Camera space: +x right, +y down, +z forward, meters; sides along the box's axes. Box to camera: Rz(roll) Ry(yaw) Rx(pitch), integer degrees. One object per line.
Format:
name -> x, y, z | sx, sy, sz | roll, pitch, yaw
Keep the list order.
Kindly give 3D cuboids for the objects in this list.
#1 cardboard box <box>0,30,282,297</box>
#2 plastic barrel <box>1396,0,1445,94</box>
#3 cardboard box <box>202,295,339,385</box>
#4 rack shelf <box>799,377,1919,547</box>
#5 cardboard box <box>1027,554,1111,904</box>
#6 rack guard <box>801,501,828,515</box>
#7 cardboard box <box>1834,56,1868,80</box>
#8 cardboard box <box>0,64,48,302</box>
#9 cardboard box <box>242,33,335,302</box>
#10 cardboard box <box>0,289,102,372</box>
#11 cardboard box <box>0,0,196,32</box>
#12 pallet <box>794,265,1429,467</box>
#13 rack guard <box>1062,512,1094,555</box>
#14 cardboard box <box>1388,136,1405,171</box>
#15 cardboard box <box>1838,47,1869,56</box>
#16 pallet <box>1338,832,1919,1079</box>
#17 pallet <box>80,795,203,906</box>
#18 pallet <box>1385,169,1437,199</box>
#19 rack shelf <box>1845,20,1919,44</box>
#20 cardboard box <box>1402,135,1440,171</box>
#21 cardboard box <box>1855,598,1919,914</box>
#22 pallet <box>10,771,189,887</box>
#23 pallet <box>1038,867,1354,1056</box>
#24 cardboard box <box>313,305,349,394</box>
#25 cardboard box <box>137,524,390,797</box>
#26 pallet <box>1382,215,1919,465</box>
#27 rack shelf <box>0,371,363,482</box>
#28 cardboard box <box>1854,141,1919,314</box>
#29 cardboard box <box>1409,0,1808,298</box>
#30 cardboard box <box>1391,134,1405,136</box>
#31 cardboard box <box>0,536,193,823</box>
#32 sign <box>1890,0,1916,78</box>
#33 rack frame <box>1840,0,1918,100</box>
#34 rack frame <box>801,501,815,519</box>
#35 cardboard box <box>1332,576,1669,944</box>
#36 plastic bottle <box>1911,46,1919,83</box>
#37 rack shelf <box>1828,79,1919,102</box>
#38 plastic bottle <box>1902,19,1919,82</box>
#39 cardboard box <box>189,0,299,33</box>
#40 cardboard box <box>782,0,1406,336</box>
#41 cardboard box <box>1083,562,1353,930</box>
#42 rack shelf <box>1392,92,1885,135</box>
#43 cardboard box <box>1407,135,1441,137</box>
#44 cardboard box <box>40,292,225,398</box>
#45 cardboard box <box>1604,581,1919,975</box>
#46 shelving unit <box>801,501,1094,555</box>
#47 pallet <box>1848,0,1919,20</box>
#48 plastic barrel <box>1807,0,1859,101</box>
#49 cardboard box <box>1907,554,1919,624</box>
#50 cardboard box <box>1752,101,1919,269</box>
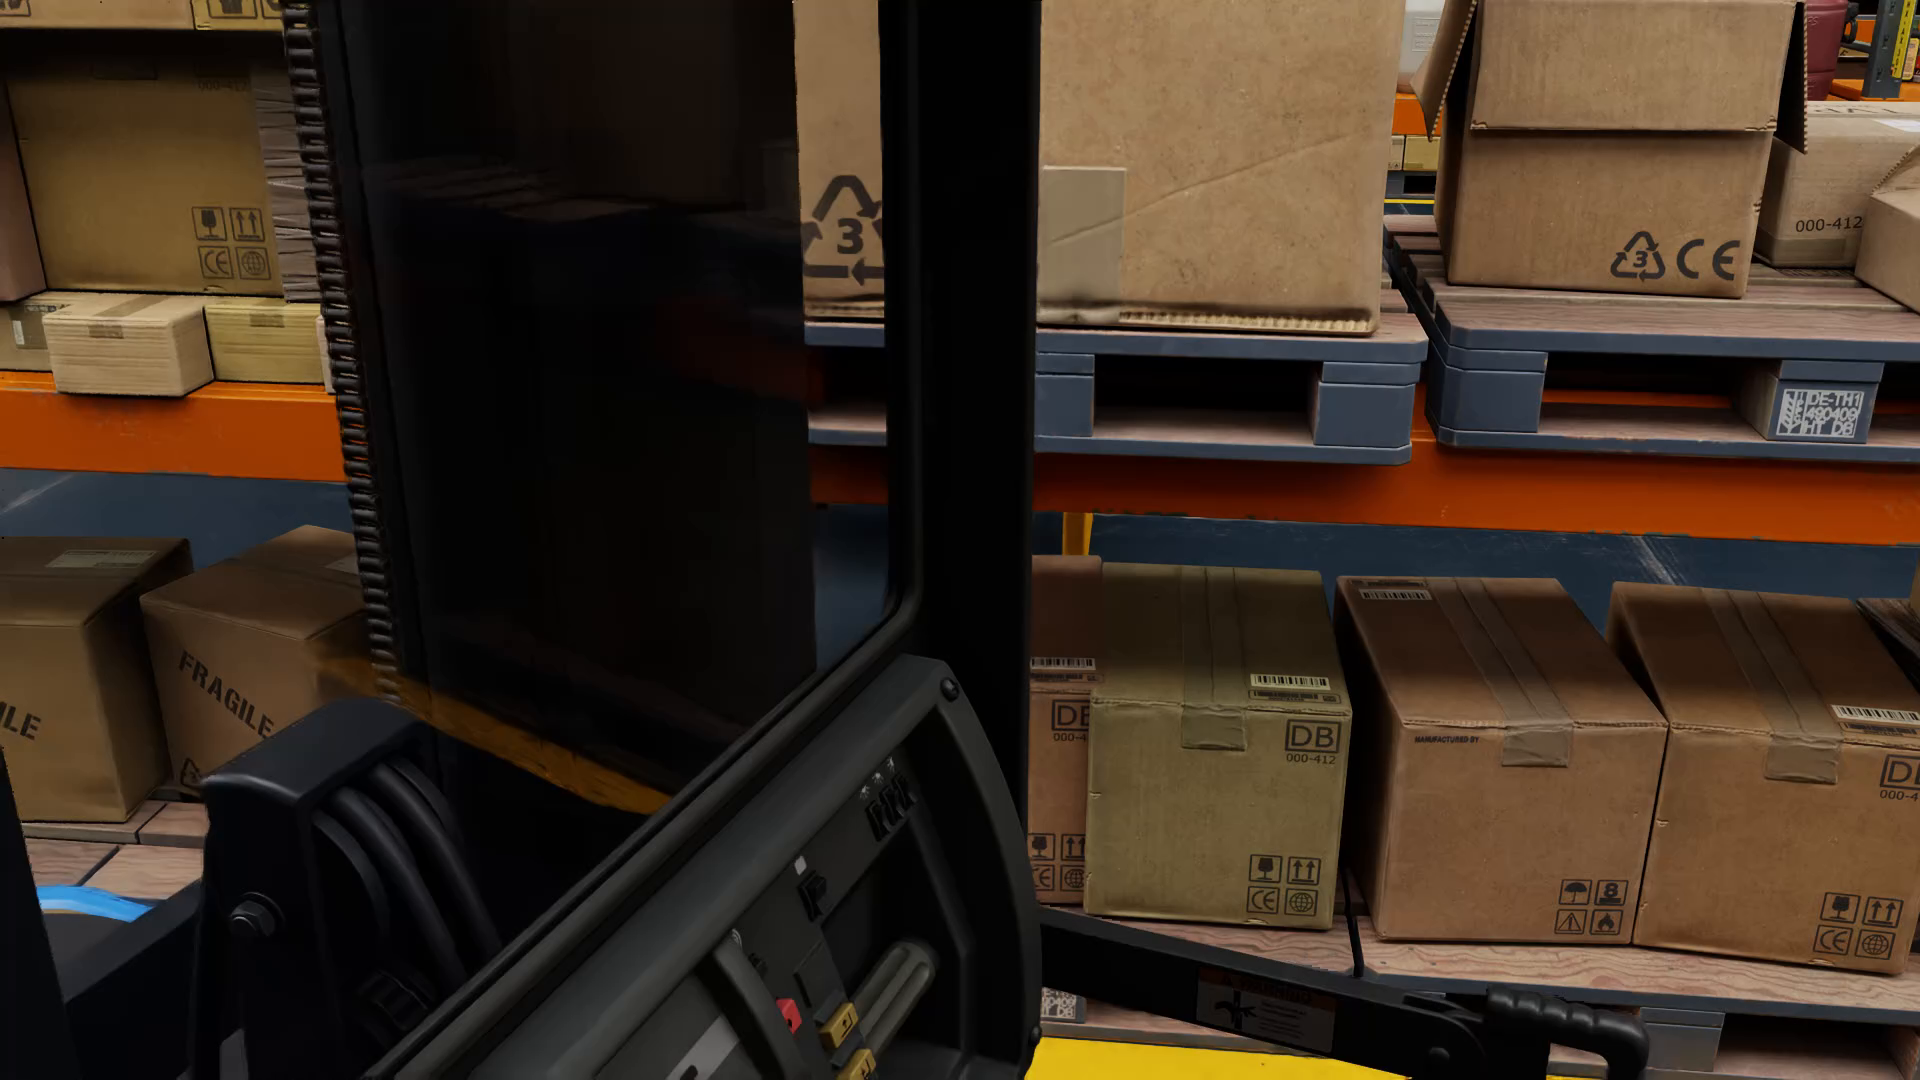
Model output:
cardboard box -> -1.472, -0.863, 3.501 | 0.500, 0.500, 0.875 | 2, 22, 6
plastic barrel -> 2.125, -2.301, 7.495 | 0.433, 0.535, 0.433 | 0, 22, 0
cardboard box -> -1.277, -0.433, 3.298 | 0.250, 0.149, 0.380 | 2, 22, 6
rack shelf -> 1.446, -0.180, 3.294 | 4.000, 0.370, 1.077 | 2, 22, 6
cardboard box -> 0.067, 0.391, 3.672 | 0.500, 0.500, 0.700 | 1, 22, 2
rack guard -> -0.570, -0.141, 5.957 | 0.087, 0.250, 0.587 | 2, 22, 6
cardboard box -> 6.631, -3.437, 12.336 | 0.500, 0.250, 0.500 | 2, 22, 5
cardboard box -> -1.980, -0.847, 3.463 | 0.500, 0.500, 0.875 | 2, 22, 6
cardboard box -> -0.980, -0.828, 3.414 | 0.500, 0.500, 0.875 | 2, 22, 6
cardboard box -> -1.771, -0.462, 3.371 | 0.250, 0.149, 0.380 | 2, 22, 6
cardboard box -> -1.516, -1.191, 2.972 | 0.500, 0.500, 0.500 | 2, 22, 6
pallet -> 0.202, -0.426, 3.198 | 1.213, 0.211, 1.003 | 2, 22, 6
rack guard -> 0.419, -0.098, 5.848 | 0.087, 0.250, 0.587 | 2, 22, 6
cardboard box -> 3.039, -2.939, 12.462 | 0.500, 0.250, 0.500 | 3, 22, 8
cardboard box -> 8.492, -4.857, 16.497 | 0.750, 0.750, 0.750 | 3, 22, 7
pallet -> 1.448, 0.781, 3.678 | 1.213, 0.211, 1.003 | 2, 22, 6
pallet -> -1.211, 0.679, 3.934 | 1.213, 0.211, 1.003 | 2, 22, 6
pallet -> 3.789, -2.798, 12.730 | 1.213, 0.211, 1.003 | 2, 22, 6
rack shelf -> 6.588, -3.624, 12.004 | 4.000, 0.370, 1.077 | 2, 22, 6
cardboard box -> 3.538, -2.916, 12.405 | 0.500, 0.250, 0.500 | 2, 22, 6
cardboard box -> 2.212, 0.489, 3.425 | 0.500, 0.500, 0.700 | 1, 22, 2
pallet -> -2.426, 0.628, 4.065 | 1.213, 0.211, 1.003 | 2, 22, 6
pallet -> 0.233, 0.729, 3.809 | 1.213, 0.211, 1.003 | 2, 22, 6
cardboard box -> -1.035, -0.401, 3.215 | 0.250, 0.149, 0.380 | 2, 22, 6
cardboard box -> -1.502, 0.312, 3.899 | 0.500, 0.500, 0.500 | 10, 24, 23
pallet -> 1.461, -0.410, 3.157 | 1.213, 0.211, 1.003 | 2, 22, 6
rack shelf -> -2.526, -0.353, 3.732 | 4.000, 0.370, 1.077 | 2, 22, 6
cardboard box -> 1.744, -0.534, 2.823 | 0.258, 0.266, 0.396 | 2, 22, 5
cardboard box -> 1.192, -0.803, 3.180 | 0.637, 0.503, 0.797 | 5, 22, 12
cardboard box -> 3.035, -3.198, 12.355 | 0.500, 0.311, 0.500 | 2, 22, 6
cardboard box -> -2.128, 0.314, 3.895 | 0.500, 0.500, 0.500 | 1, 22, 1
sign -> 3.957, -2.111, 6.978 | 0.005, 0.325, 0.100 | 2, 22, 6
rack frame -> 4.015, -2.236, 7.517 | 0.127, 3.000, 1.000 | 2, 22, 6
rack frame -> -0.590, -0.723, 5.729 | 0.032, 1.500, 0.500 | 2, 22, 6
cardboard box -> 1.094, 0.443, 3.542 | 0.500, 0.500, 0.700 | 1, 22, 2
plastic bottle -> 4.579, -2.271, 7.874 | 0.097, 0.201, 0.097 | 0, 22, 0
rack shelf -> 6.001, -1.815, 7.430 | 4.000, 0.370, 1.077 | 2, 22, 6
plastic bottle -> 4.467, -2.320, 7.888 | 0.133, 0.283, 0.061 | 2, 22, 6
cardboard box -> -1.019, -1.170, 2.919 | 0.500, 0.500, 0.500 | 2, 22, 6
cardboard box -> 0.232, -0.990, 2.977 | 1.000, 1.000, 1.000 | 3, 22, 7
cardboard box -> 0.539, 0.419, 3.603 | 0.500, 0.500, 0.700 | 2, 22, 6
rack shelf -> 2.029, -1.988, 7.868 | 4.000, 0.370, 1.077 | 2, 22, 6
cardboard box -> 3.536, -3.175, 12.297 | 0.500, 0.311, 0.500 | 2, 22, 5
cardboard box -> -1.538, -0.403, 3.222 | 0.250, 0.149, 0.380 | 2, 22, 6
cardboard box -> 1.648, 0.467, 3.481 | 0.500, 0.500, 0.700 | 4, 22, 11
shelving unit -> -0.076, -0.701, 5.672 | 1.083, 1.500, 0.587 | 2, 22, 6
pallet -> 6.533, -3.873, 11.918 | 1.213, 0.211, 1.003 | 2, 22, 6
plastic barrel -> 3.519, -2.209, 7.263 | 0.708, 0.536, 0.600 | 2, 22, 6
cardboard box -> 2.235, 0.144, 3.278 | 0.500, 0.250, 0.500 | 5, 22, 12
cardboard box -> 1.795, -0.710, 3.289 | 0.500, 0.250, 0.500 | 2, 22, 5
